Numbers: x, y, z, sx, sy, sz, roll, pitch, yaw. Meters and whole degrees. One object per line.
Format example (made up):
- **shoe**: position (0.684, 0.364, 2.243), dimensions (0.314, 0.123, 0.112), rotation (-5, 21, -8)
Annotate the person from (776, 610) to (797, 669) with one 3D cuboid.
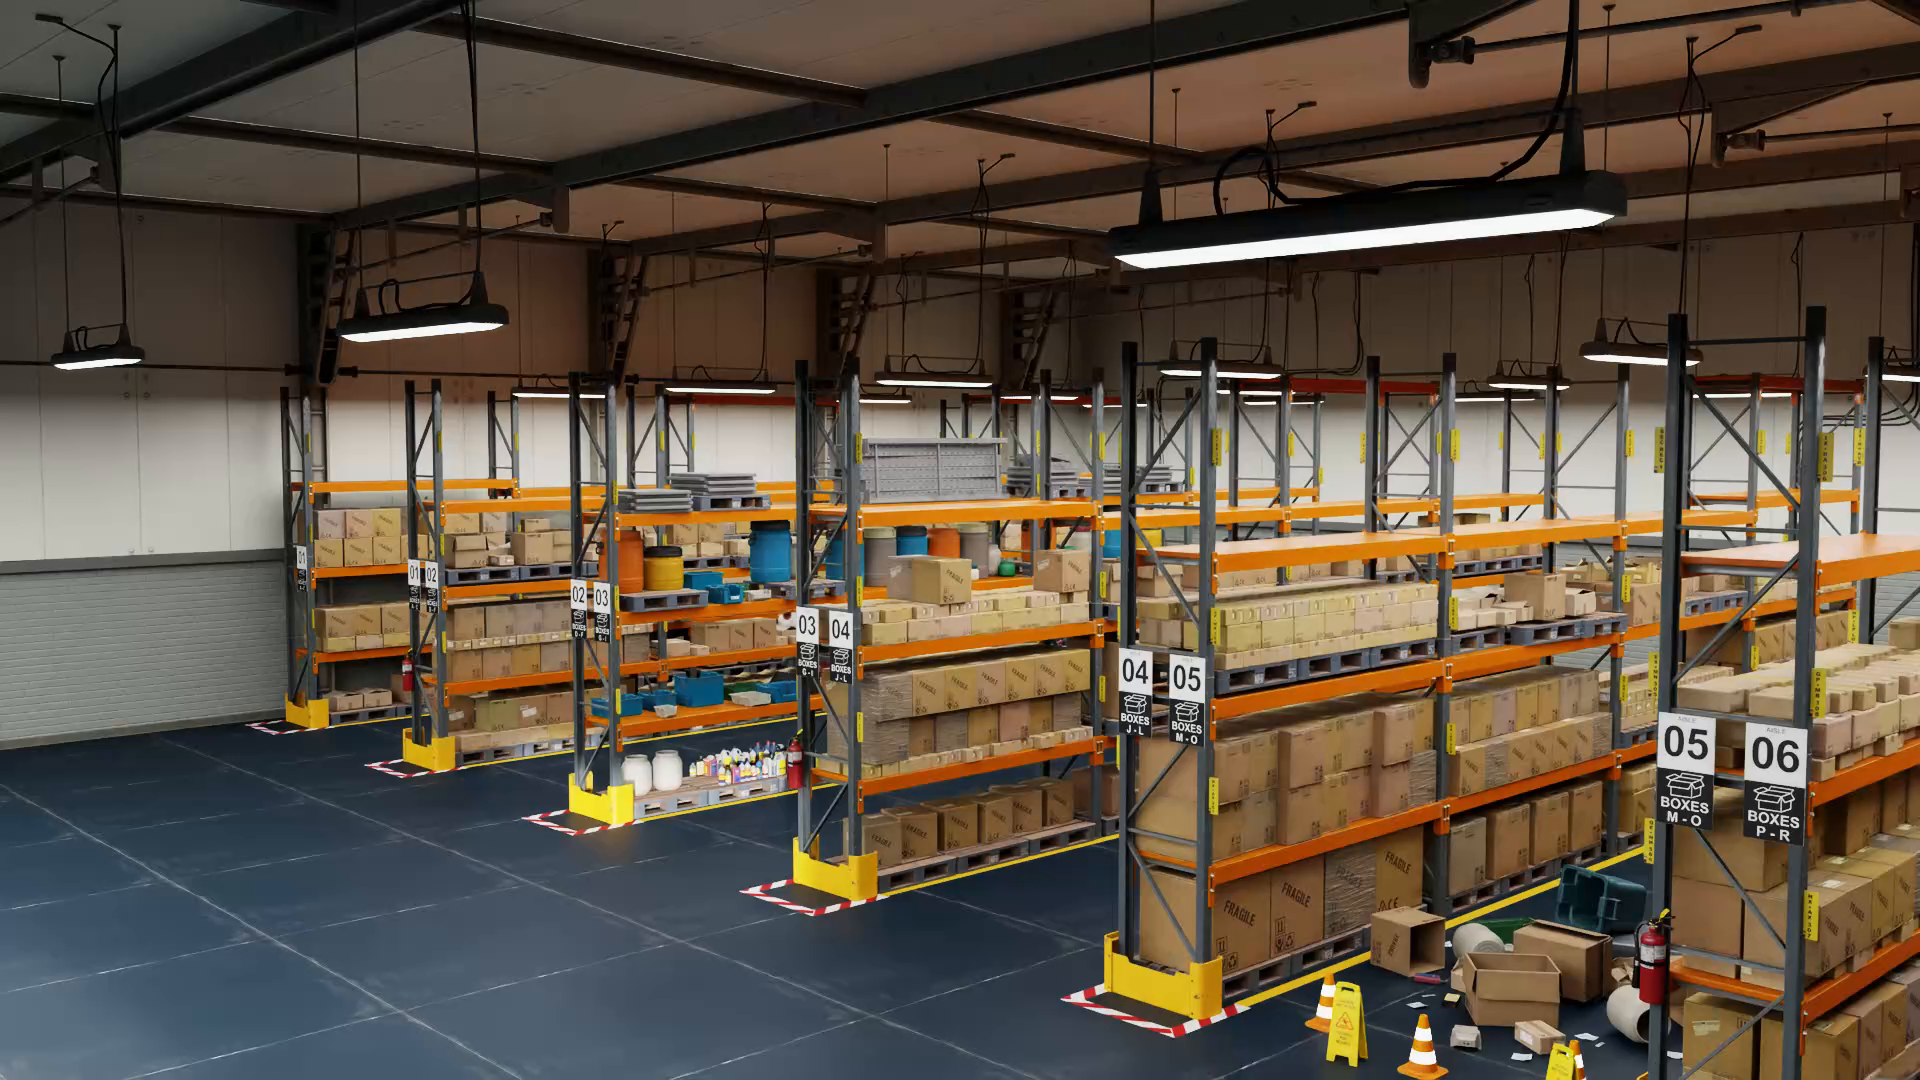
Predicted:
- **person**: position (-3.492, 2.125, 34.619), dimensions (0.710, 1.701, 0.799), rotation (0, 4, 2)
